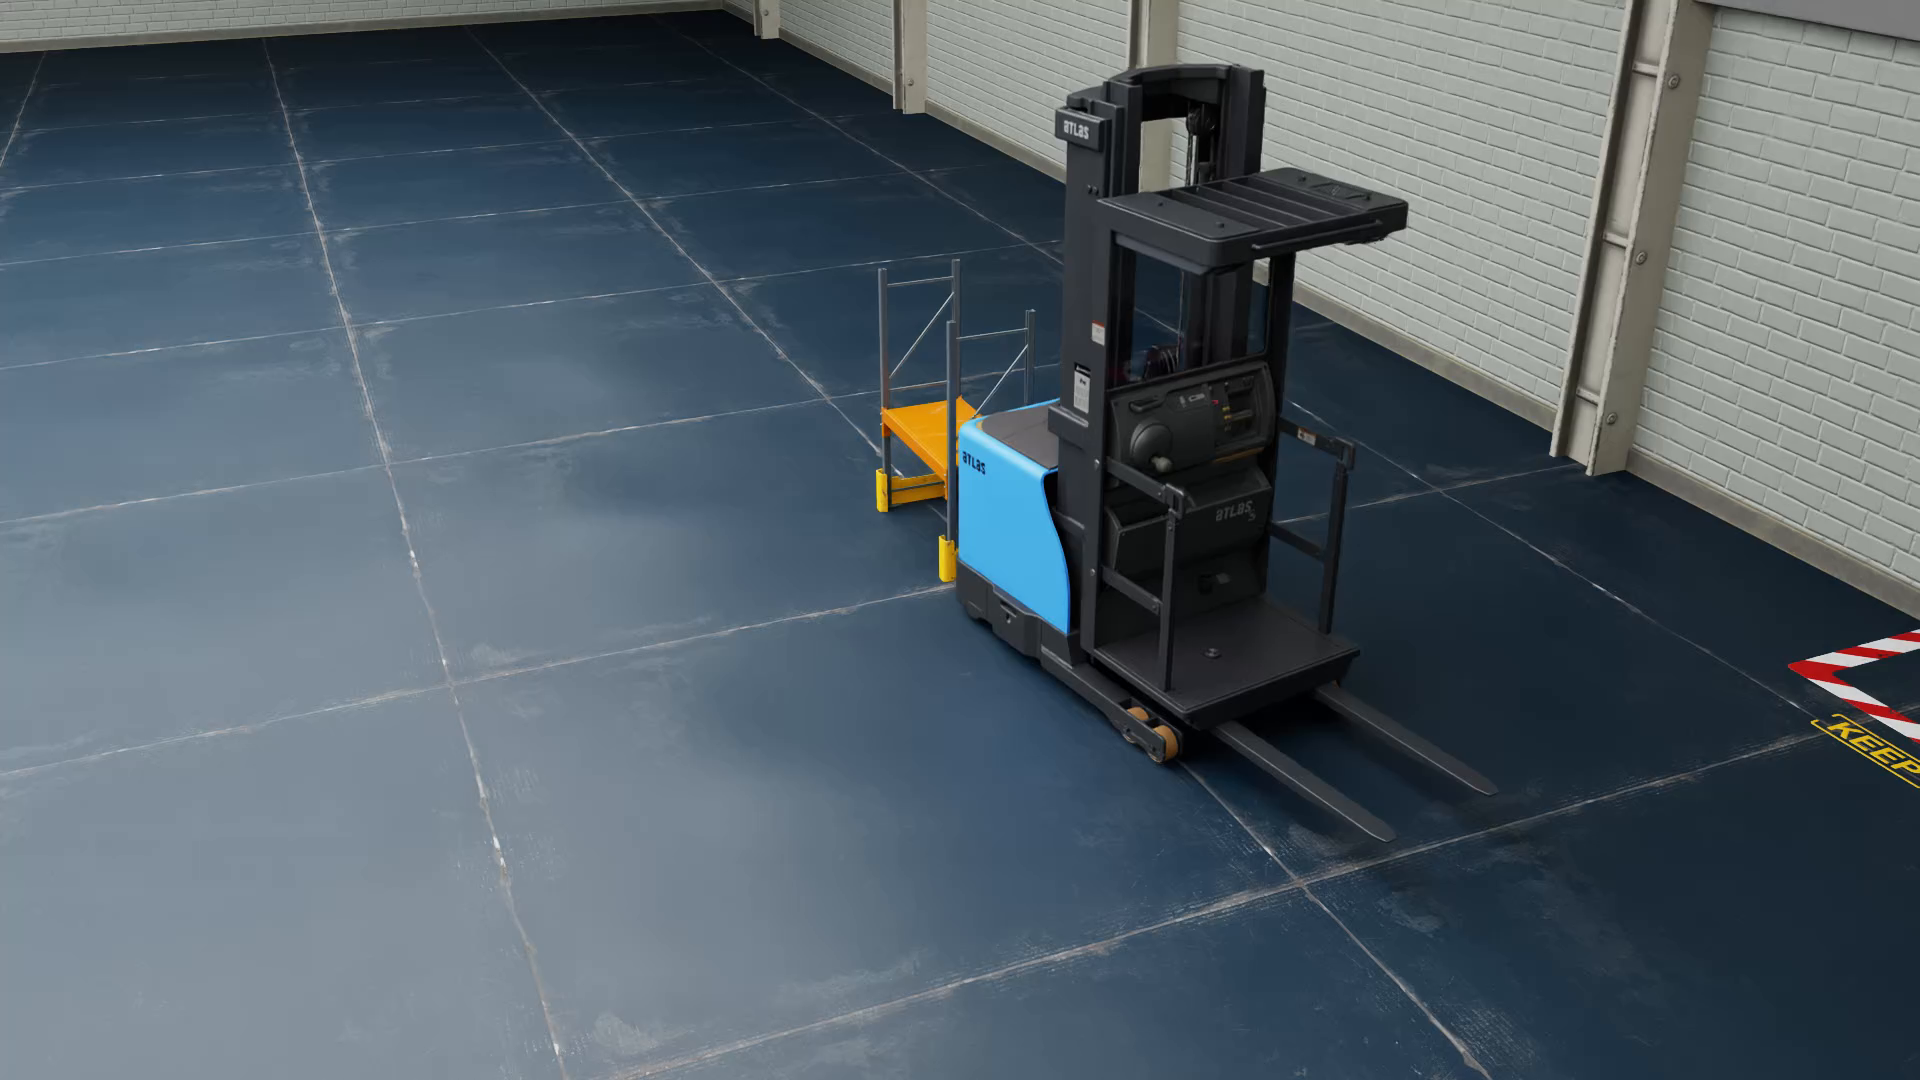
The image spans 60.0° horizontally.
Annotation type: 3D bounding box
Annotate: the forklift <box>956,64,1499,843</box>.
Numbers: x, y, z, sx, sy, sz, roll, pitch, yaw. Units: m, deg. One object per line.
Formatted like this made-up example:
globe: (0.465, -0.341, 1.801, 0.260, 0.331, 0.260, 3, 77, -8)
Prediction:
forklift: (1.196, -0.530, 7.495, 1.130, 2.935, 3.031, -16, 30, -29)

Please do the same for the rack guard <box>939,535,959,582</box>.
rack guard: (0.165, 0.058, 9.346, 0.587, 0.250, 0.087, -11, 28, -21)

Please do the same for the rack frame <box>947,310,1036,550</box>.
rack frame: (0.166, -0.503, 9.071, 0.500, 1.500, 0.032, -11, 28, -21)

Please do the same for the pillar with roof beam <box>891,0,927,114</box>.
pillar with roof beam: (-4.581, -8.660, 17.230, 9.100, 9.000, 0.400, -11, 28, -21)

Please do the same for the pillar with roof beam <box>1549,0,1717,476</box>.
pillar with roof beam: (0.119, -3.815, 7.308, 9.100, 9.000, 0.400, -11, 28, -21)

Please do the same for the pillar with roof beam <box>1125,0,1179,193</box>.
pillar with roof beam: (-2.231, -6.238, 12.269, 9.100, 9.000, 0.400, -11, 28, -21)

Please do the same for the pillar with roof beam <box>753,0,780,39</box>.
pillar with roof beam: (-6.930, -11.082, 22.191, 9.100, 9.000, 0.400, -11, 28, -21)

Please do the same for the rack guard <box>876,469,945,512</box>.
rack guard: (-0.225, -0.344, 10.170, 0.587, 0.250, 0.087, -11, 28, -21)

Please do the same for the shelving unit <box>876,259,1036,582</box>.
shelving unit: (-0.030, -0.705, 9.484, 0.587, 1.500, 1.083, -11, 28, -21)

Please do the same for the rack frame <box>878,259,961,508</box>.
rack frame: (-0.232, -0.914, 9.912, 0.500, 1.500, 0.032, -11, 28, -21)

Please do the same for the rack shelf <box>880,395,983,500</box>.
rack shelf: (-0.033, -0.547, 9.570, 0.538, 0.185, 1.000, -11, 28, -21)
